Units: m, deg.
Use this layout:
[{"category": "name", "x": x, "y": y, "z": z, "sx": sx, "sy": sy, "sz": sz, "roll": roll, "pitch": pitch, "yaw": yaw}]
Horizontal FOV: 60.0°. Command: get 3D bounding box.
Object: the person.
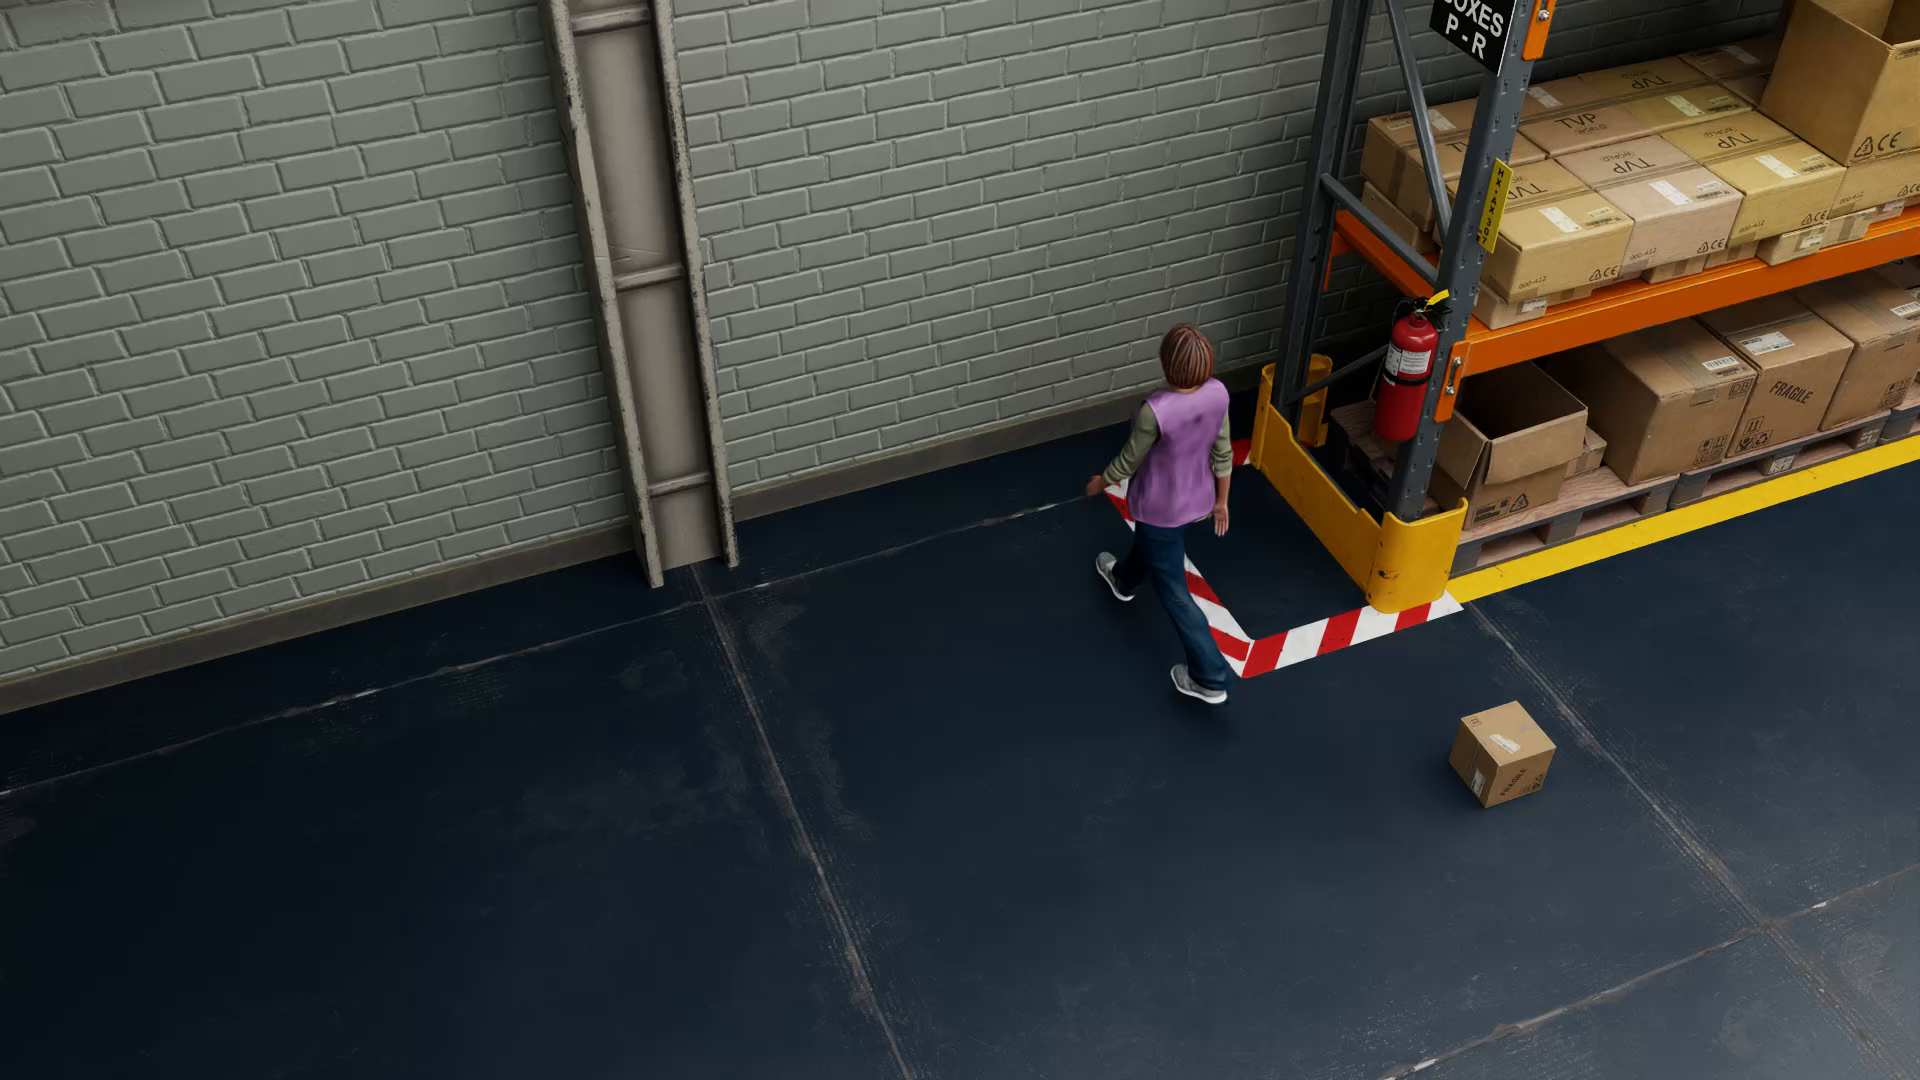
[{"category": "person", "x": 0.782, "y": -0.159, "z": 6.333, "sx": 0.430, "sy": 1.538, "sz": 0.979, "roll": -25, "pitch": 48, "yaw": -25}]
